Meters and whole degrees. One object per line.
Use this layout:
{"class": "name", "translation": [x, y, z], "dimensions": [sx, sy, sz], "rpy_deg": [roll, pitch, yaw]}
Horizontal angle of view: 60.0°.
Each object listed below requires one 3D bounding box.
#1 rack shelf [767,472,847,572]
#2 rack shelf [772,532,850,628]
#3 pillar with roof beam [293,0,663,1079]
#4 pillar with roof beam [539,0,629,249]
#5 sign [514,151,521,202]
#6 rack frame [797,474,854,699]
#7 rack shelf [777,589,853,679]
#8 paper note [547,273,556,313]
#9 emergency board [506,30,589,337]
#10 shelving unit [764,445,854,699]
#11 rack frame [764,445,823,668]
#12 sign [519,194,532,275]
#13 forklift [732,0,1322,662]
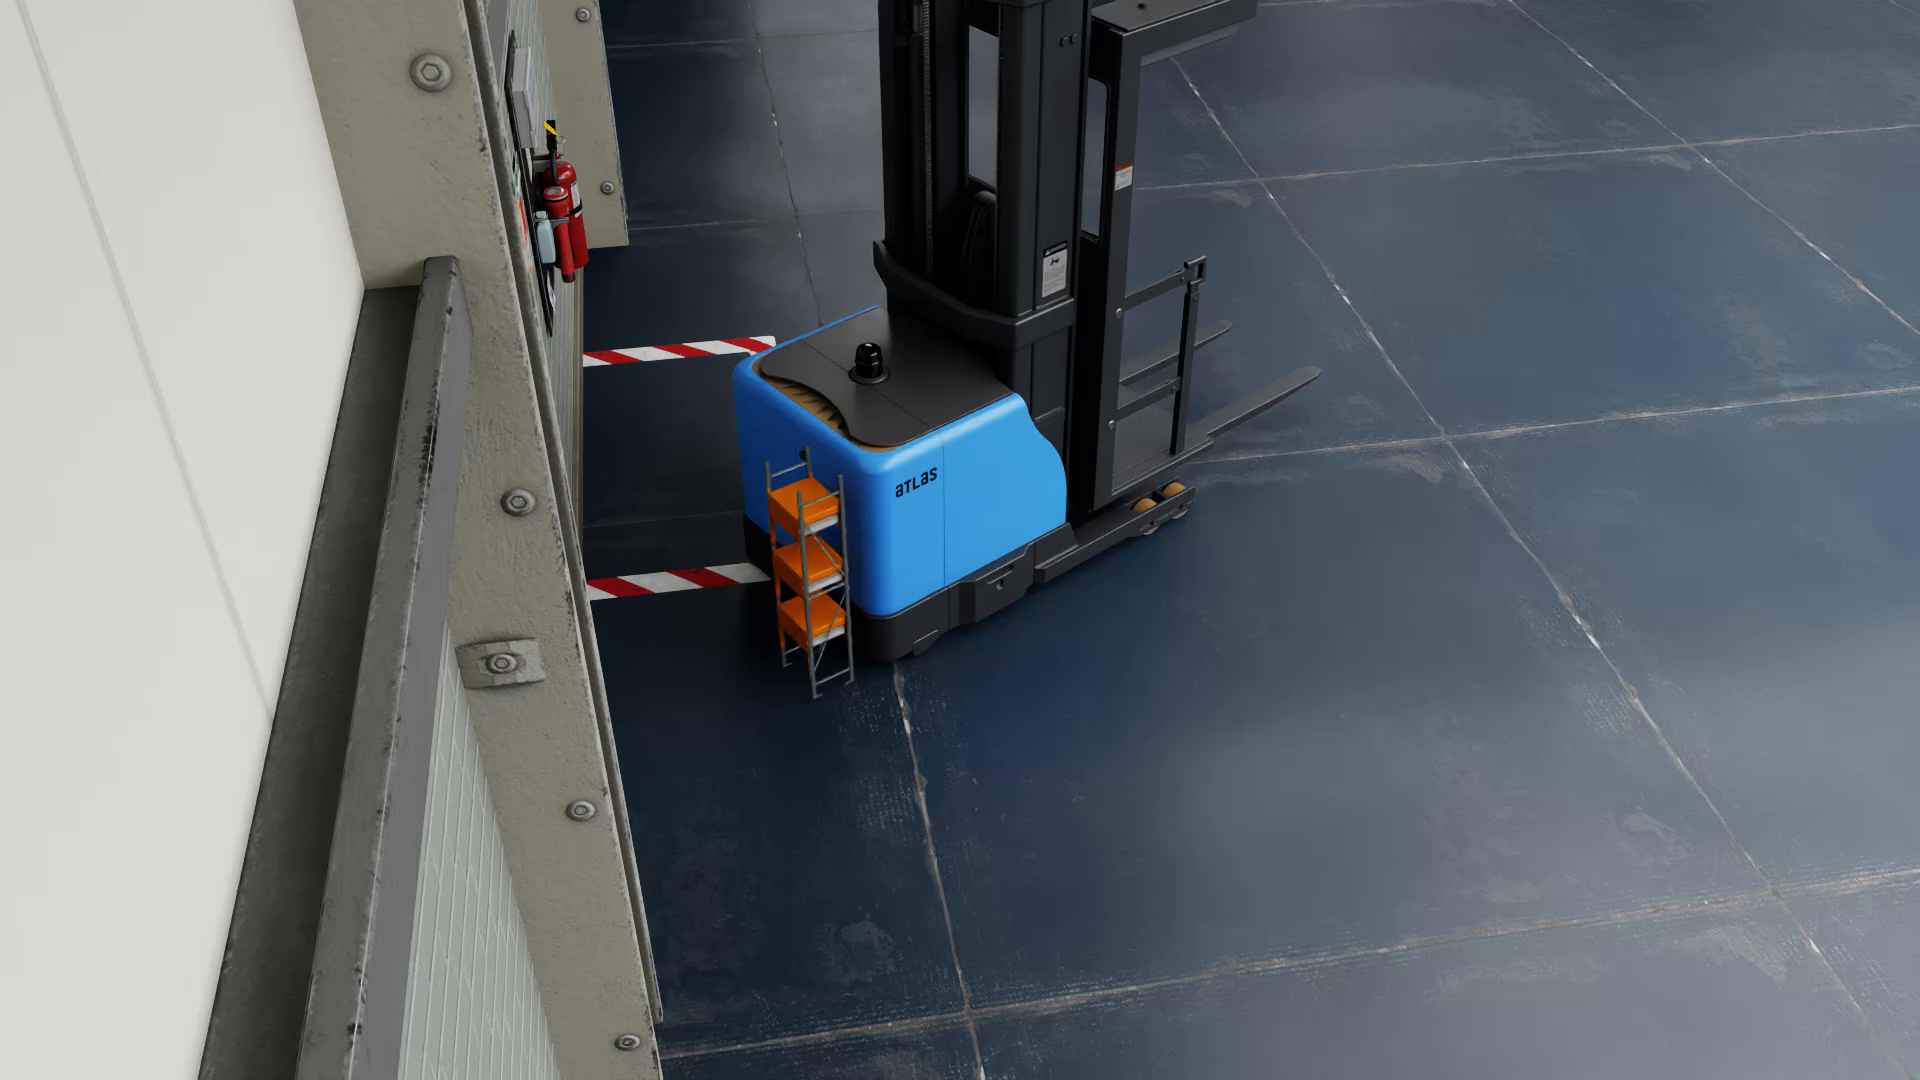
{"class": "rack shelf", "translation": [-0.602, -0.074, 6.540], "dimensions": [0.215, 0.259, 0.240], "rpy_deg": [-23, 43, -27]}
{"class": "rack shelf", "translation": [-0.601, 0.153, 6.710], "dimensions": [0.215, 0.259, 0.240], "rpy_deg": [-23, 43, -27]}
{"class": "pillar with roof beam", "translation": [3.103, -2.277, 3.346], "dimensions": [9.100, 9.000, 0.400], "rpy_deg": [-6, 38, -8]}
{"class": "pillar with roof beam", "translation": [2.051, -5.901, 8.011], "dimensions": [9.100, 9.000, 0.400], "rpy_deg": [-6, 38, -8]}
{"class": "sign", "translation": [-1.788, -1.455, 6.716], "dimensions": [0.001, 0.109, 0.331], "rpy_deg": [-6, 38, -8]}
{"class": "rack frame", "translation": [-0.530, 0.204, 6.624], "dimensions": [0.200, 1.050, 0.008], "rpy_deg": [-23, 43, -27]}
{"class": "rack shelf", "translation": [-0.600, 0.375, 6.877], "dimensions": [0.215, 0.259, 0.240], "rpy_deg": [-23, 43, -27]}
{"class": "paper note", "translation": [-1.829, -1.110, 7.452], "dimensions": [0.016, 0.148, 0.142], "rpy_deg": [-6, 38, -8]}
{"class": "emergency board", "translation": [-1.792, -1.573, 7.329], "dimensions": [0.194, 1.169, 0.643], "rpy_deg": [-6, 38, -8]}
{"class": "shelving unit", "translation": [-0.601, 0.145, 6.704], "dimensions": [0.215, 1.050, 0.252], "rpy_deg": [-23, 43, -27]}
{"class": "rack frame", "translation": [-0.672, 0.085, 6.783], "dimensions": [0.200, 1.050, 0.008], "rpy_deg": [-23, 43, -27]}
{"class": "sign", "translation": [-1.796, -1.242, 6.874], "dimensions": [0.001, 0.329, 0.234], "rpy_deg": [-6, 38, -8]}
{"class": "forklift", "translation": [0.482, -1.406, 7.171], "dimensions": [3.031, 2.935, 1.130], "rpy_deg": [-27, 45, -31]}
